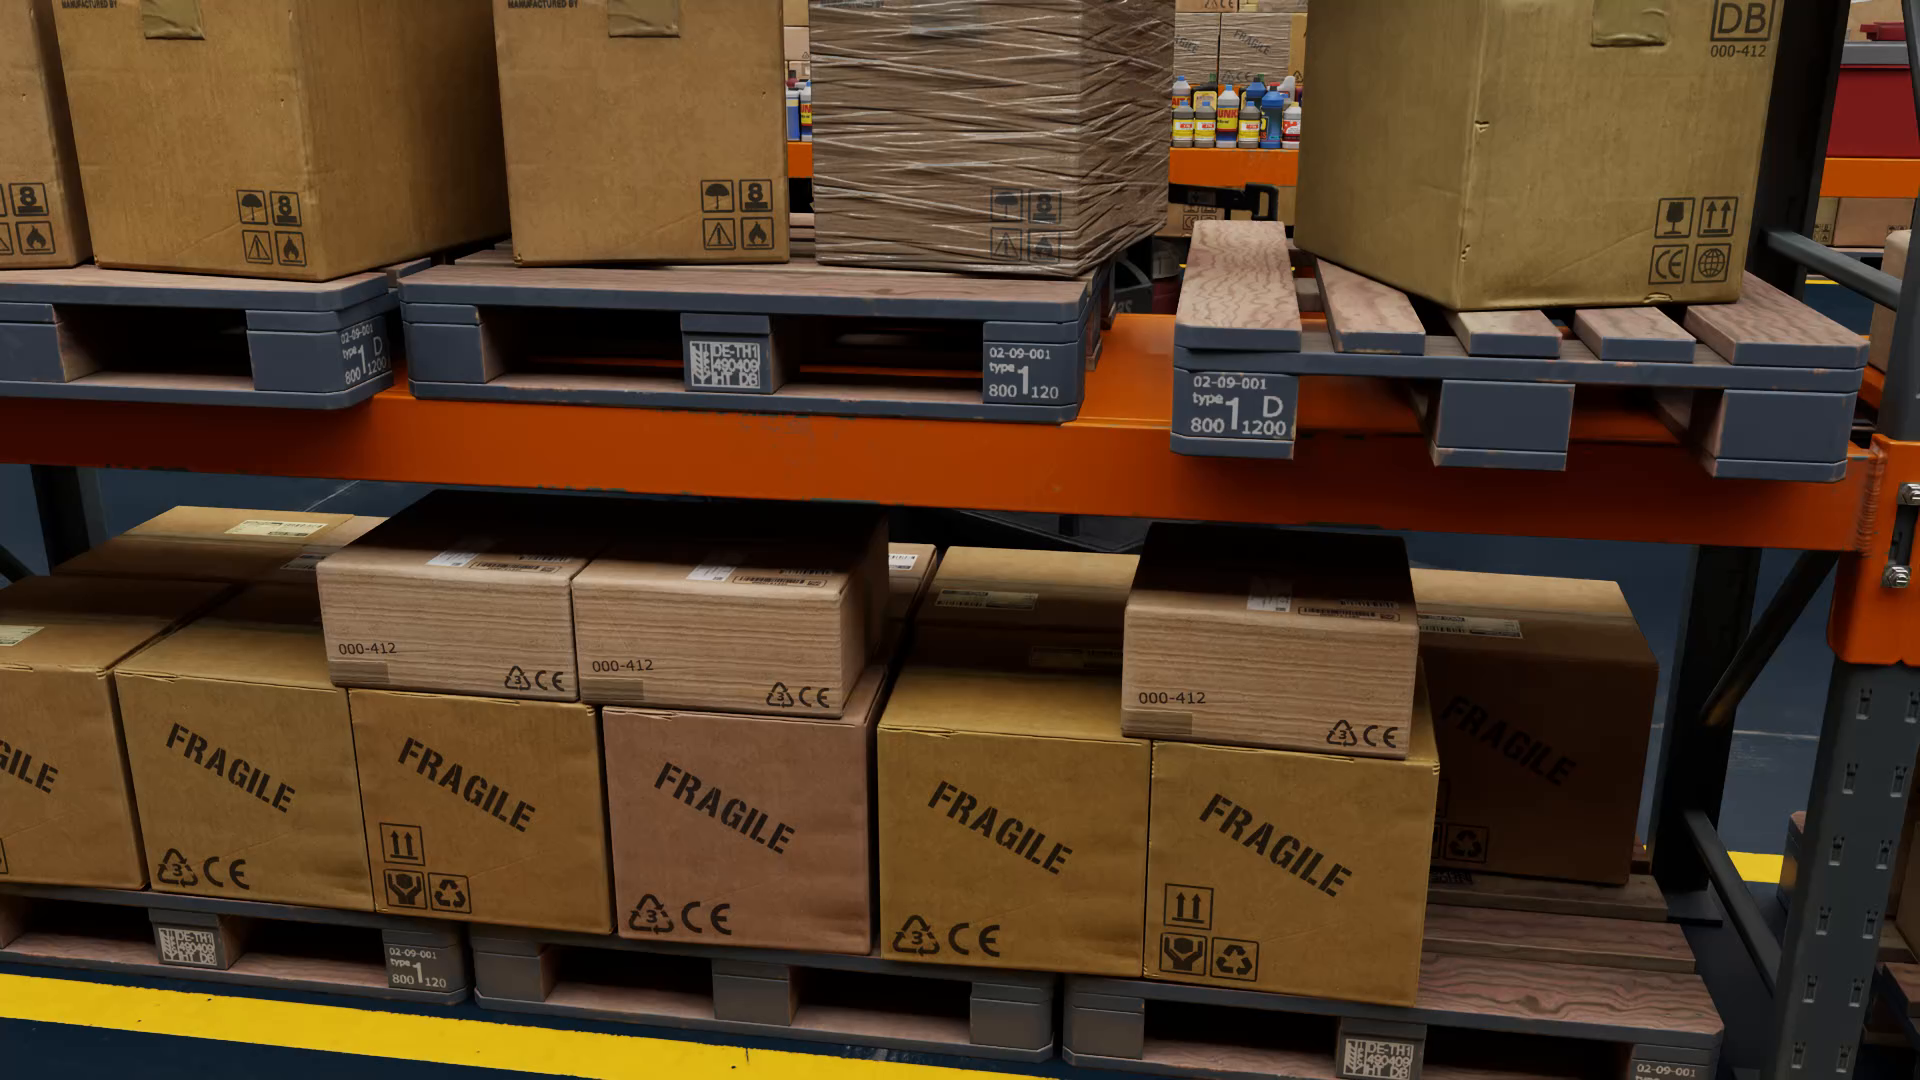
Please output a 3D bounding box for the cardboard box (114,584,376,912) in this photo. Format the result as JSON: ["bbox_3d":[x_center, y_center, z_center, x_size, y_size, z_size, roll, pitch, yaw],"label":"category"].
[{"bbox_3d":[-1.384,0.426,3.549,0.500,0.500,0.500,3,19,9],"label":"cardboard box"}]

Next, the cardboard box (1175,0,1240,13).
[{"bbox_3d":[1.811,-4.176,12.317,0.637,0.503,0.797,3,19,10],"label":"cardboard box"}]

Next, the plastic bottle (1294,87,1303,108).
[{"bbox_3d":[1.694,-2.124,8.107,0.133,0.283,0.061,3,19,9],"label":"plastic bottle"}]

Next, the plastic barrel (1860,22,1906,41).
[{"bbox_3d":[4.275,-2.064,7.530,0.433,0.535,0.433,0,18,0],"label":"plastic barrel"}]

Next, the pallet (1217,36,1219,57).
[{"bbox_3d":[2.098,-5.122,17.185,1.213,0.211,1.003,3,19,9],"label":"pallet"}]

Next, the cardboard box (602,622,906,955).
[{"bbox_3d":[-0.393,0.479,3.390,0.500,0.500,0.500,2,19,7],"label":"cardboard box"}]

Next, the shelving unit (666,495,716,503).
[{"bbox_3d":[-1.175,-0.700,6.531,0.189,1.200,0.258,-15,6,39],"label":"shelving unit"}]

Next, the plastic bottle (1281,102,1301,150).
[{"bbox_3d":[1.485,-1.846,7.405,0.097,0.201,0.097,0,18,0],"label":"plastic bottle"}]

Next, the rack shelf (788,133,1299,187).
[{"bbox_3d":[0.413,-1.785,8.044,4.000,0.370,1.077,3,19,9],"label":"rack shelf"}]

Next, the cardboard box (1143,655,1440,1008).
[{"bbox_3d":[0.637,0.530,3.239,0.500,0.500,0.500,4,19,11],"label":"cardboard box"}]

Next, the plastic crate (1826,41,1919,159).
[{"bbox_3d":[3.934,-1.878,7.089,0.583,0.464,0.402,3,19,9],"label":"plastic crate"}]

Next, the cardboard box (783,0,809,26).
[{"bbox_3d":[-1.273,-4.143,12.544,0.500,0.500,0.500,3,19,10],"label":"cardboard box"}]

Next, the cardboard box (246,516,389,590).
[{"bbox_3d":[-1.332,0.264,4.032,0.500,0.500,0.500,3,19,9],"label":"cardboard box"}]

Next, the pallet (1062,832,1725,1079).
[{"bbox_3d":[0.867,0.799,3.581,1.213,0.211,1.003,3,19,9],"label":"pallet"}]

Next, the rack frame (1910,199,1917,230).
[{"bbox_3d":[7.122,-3.376,11.665,0.127,3.000,1.000,3,19,9],"label":"rack frame"}]

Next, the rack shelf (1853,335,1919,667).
[{"bbox_3d":[3.573,-0.032,2.805,4.000,0.370,1.077,3,19,9],"label":"rack shelf"}]

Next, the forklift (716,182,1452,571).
[{"bbox_3d":[0.483,-1.236,5.379,3.031,2.935,1.130,16,25,40],"label":"forklift"}]

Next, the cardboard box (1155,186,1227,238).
[{"bbox_3d":[1.616,-2.857,12.801,0.875,0.875,1.225,3,19,9],"label":"cardboard box"}]

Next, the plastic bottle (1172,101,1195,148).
[{"bbox_3d":[1.005,-1.870,7.479,0.097,0.201,0.097,0,18,0],"label":"plastic bottle"}]

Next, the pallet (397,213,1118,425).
[{"bbox_3d":[-0.323,-0.479,3.310,1.213,0.211,1.003,3,19,9],"label":"pallet"}]

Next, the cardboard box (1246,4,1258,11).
[{"bbox_3d":[2.975,-5.254,16.545,0.250,0.149,0.380,3,19,10],"label":"cardboard box"}]

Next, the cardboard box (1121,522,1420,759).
[{"bbox_3d":[0.581,0.172,3.125,0.500,0.250,0.500,4,19,11],"label":"cardboard box"}]

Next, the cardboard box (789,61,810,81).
[{"bbox_3d":[-1.129,-3.572,12.647,0.250,0.149,0.380,3,19,9],"label":"cardboard box"}]

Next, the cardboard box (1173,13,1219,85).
[{"bbox_3d":[1.642,-3.624,12.248,0.500,0.500,0.500,2,19,7],"label":"cardboard box"}]

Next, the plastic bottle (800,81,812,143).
[{"bbox_3d":[-0.694,-1.990,7.726,0.097,0.271,0.097,0,18,0],"label":"plastic bottle"}]

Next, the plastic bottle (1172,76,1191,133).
[{"bbox_3d":[1.085,-2.143,8.184,0.097,0.271,0.097,0,18,0],"label":"plastic bottle"}]

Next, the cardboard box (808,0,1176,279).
[{"bbox_3d":[0.086,-0.822,3.214,0.500,0.500,0.700,7,20,19],"label":"cardboard box"}]

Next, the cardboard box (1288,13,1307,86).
[{"bbox_3d":[2.646,-3.572,12.093,0.500,0.500,0.500,4,19,10],"label":"cardboard box"}]

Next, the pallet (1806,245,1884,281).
[{"bbox_3d":[6.353,-2.092,12.223,1.213,0.211,1.003,3,19,9],"label":"pallet"}]

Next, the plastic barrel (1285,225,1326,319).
[{"bbox_3d":[1.902,-1.215,7.964,0.708,0.830,0.600,3,19,9],"label":"plastic barrel"}]

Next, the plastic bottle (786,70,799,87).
[{"bbox_3d":[-0.886,-2.255,8.500,0.133,0.283,0.061,3,19,9],"label":"plastic bottle"}]

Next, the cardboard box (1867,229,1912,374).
[{"bbox_3d":[1.950,-0.399,2.910,0.500,0.311,0.500,4,19,12],"label":"cardboard box"}]

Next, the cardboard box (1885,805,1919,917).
[{"bbox_3d":[2.156,0.581,3.510,0.500,0.250,0.500,3,19,10],"label":"cardboard box"}]

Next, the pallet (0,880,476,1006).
[{"bbox_3d":[-1.542,0.677,3.948,1.213,0.211,1.003,3,19,9],"label":"pallet"}]

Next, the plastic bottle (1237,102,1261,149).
[{"bbox_3d":[1.293,-1.856,7.435,0.097,0.201,0.097,0,18,0],"label":"plastic bottle"}]

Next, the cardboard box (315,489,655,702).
[{"bbox_3d":[-0.925,0.097,3.349,0.500,0.250,0.500,3,19,9],"label":"cardboard box"}]

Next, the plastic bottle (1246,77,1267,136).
[{"bbox_3d":[1.435,-2.106,8.073,0.097,0.271,0.097,0,18,0],"label":"plastic bottle"}]

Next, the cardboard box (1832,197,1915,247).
[{"bbox_3d":[6.519,-2.437,12.104,0.500,0.500,0.700,1,19,4],"label":"cardboard box"}]

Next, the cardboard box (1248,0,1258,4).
[{"bbox_3d":[2.997,-5.395,16.498,0.250,0.149,0.380,4,19,10],"label":"cardboard box"}]

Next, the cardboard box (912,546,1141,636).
[{"bbox_3d":[0.182,0.339,3.808,0.500,0.500,0.500,3,19,8],"label":"cardboard box"}]

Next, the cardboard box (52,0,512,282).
[{"bbox_3d":[-1.230,-0.813,3.186,0.500,0.500,0.700,6,19,17],"label":"cardboard box"}]

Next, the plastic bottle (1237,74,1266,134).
[{"bbox_3d":[1.429,-2.137,8.147,0.133,0.283,0.061,3,19,9],"label":"plastic bottle"}]

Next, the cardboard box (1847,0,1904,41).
[{"bbox_3d":[6.360,-3.943,11.753,1.000,1.000,1.000,3,19,9],"label":"cardboard box"}]

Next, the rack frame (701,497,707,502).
[{"bbox_3d":[-1.106,-0.718,6.474,0.006,1.200,0.240,-15,6,39],"label":"rack frame"}]

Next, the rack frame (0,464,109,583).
[{"bbox_3d":[-2.351,-0.675,3.593,0.127,3.000,1.000,3,19,9],"label":"rack frame"}]

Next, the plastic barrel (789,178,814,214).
[{"bbox_3d":[-1.028,-1.398,8.399,0.708,0.901,0.600,3,19,9],"label":"plastic barrel"}]
